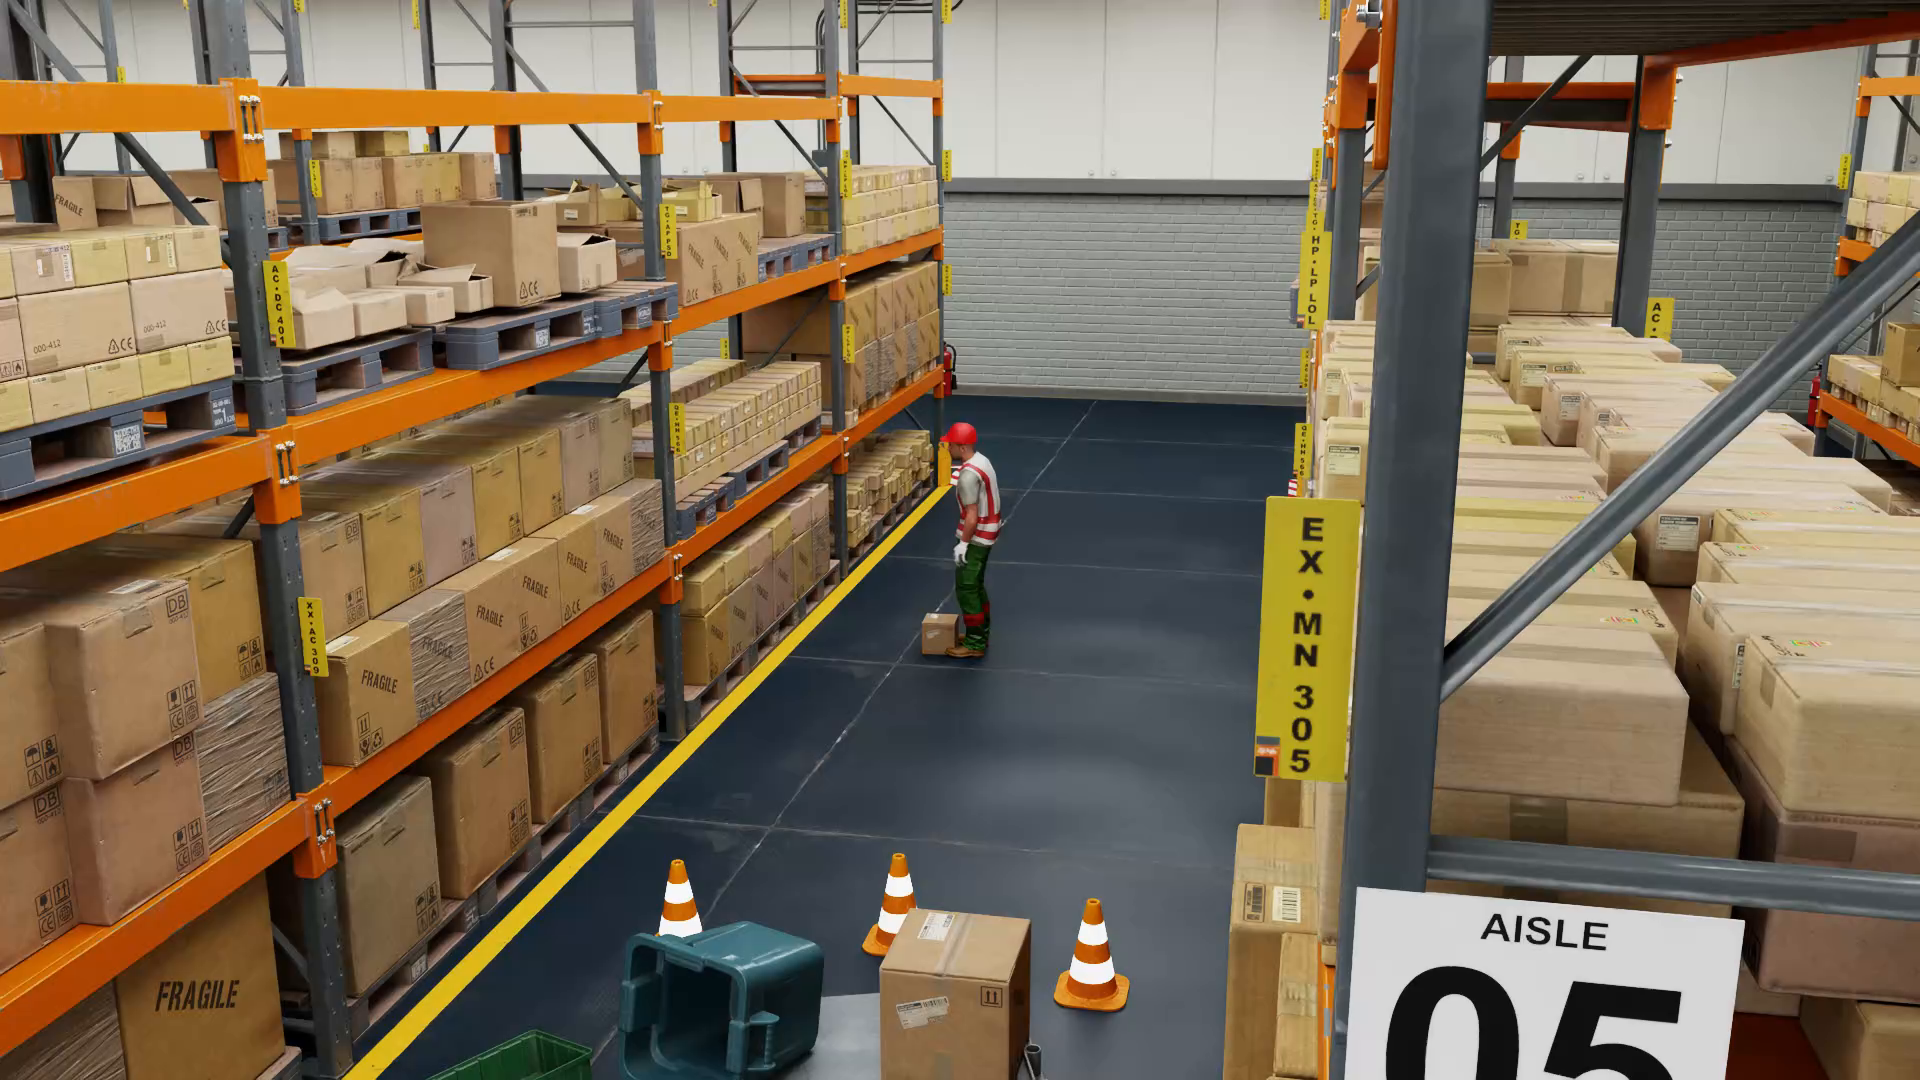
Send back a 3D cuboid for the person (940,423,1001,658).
[{"bbox_3d":[0.078,-0.007,12.509,0.453,1.778,0.605,3,15,11],"label":"person"}]
